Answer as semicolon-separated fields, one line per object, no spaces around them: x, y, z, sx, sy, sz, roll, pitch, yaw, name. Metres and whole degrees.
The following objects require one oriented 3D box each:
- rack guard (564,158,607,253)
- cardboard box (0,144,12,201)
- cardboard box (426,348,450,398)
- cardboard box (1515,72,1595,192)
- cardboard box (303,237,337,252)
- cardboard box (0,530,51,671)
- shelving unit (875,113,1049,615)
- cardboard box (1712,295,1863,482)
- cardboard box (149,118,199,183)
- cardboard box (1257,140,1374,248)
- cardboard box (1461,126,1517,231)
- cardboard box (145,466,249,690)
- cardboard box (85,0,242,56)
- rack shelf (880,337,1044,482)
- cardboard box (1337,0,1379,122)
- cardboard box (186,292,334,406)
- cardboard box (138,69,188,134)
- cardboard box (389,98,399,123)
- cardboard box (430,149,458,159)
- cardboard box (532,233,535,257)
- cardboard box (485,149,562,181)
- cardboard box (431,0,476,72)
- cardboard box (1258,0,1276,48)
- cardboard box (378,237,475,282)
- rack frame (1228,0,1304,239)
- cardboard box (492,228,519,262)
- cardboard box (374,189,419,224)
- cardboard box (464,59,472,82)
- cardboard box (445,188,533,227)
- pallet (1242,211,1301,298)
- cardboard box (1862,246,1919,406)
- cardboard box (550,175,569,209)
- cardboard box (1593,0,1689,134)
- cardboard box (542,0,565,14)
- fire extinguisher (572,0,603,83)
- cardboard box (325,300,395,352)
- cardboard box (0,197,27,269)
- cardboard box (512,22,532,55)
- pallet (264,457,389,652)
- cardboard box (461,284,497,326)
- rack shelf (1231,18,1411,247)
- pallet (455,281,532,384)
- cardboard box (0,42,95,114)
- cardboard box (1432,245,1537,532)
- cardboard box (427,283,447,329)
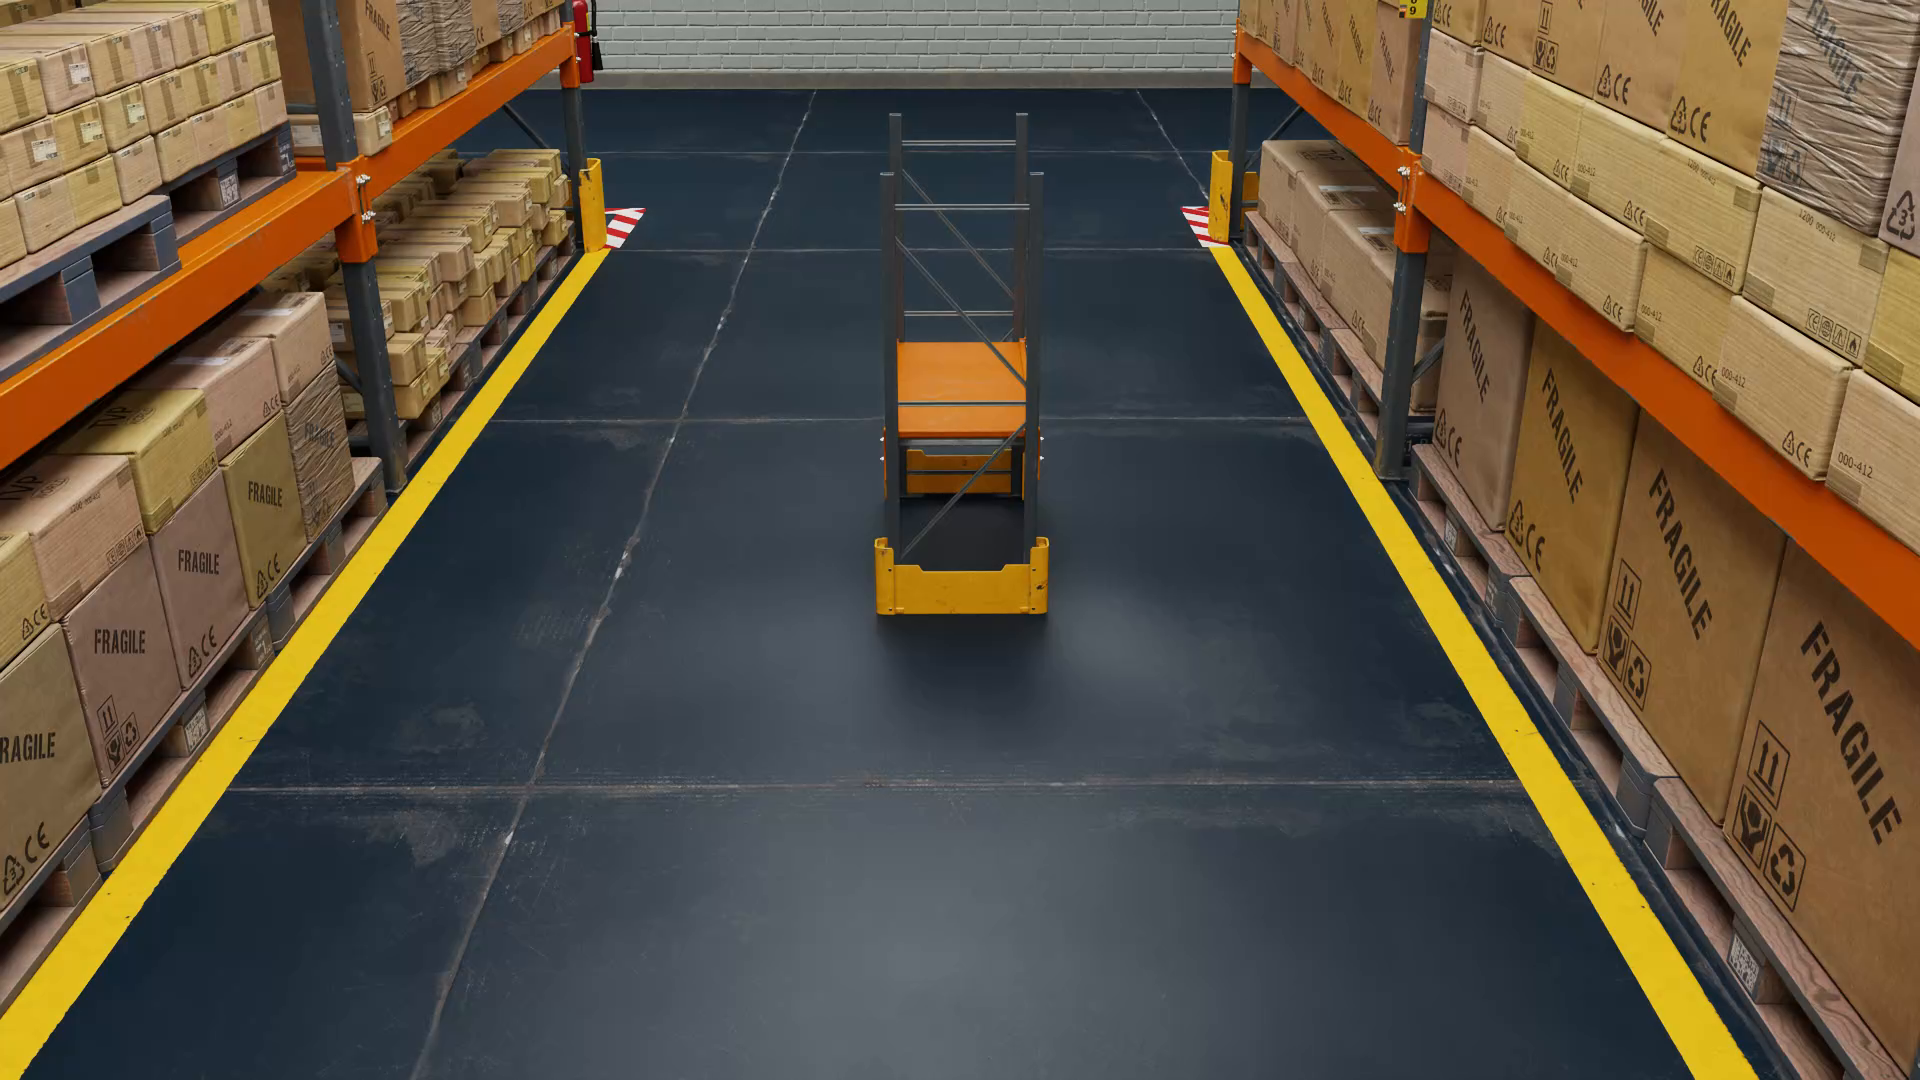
-2.784;-2.044;10.164;1.175;0.500;0.348;0;24;-1;rack guard
-2.517;-0.861;3.949;0.380;0.149;0.250;0;24;-1;cardboard box
-2.426;-0.720;7.152;0.380;0.149;0.250;0;24;1;cardboard box
1.943;-1.184;4.804;0.500;0.250;0.500;0;24;0;cardboard box
-3.077;-1.301;7.716;0.380;0.149;0.250;-1;24;-3;cardboard box
-2.468;0.193;3.796;0.500;0.250;0.500;-1;24;-1;cardboard box
0.001;-0.652;5.871;0.587;1.500;1.083;0;24;-1;shelving unit
1.965;-0.331;3.525;0.500;0.250;0.500;0;24;0;cardboard box
-2.532;-1.168;4.987;0.380;0.149;0.250;-1;24;-3;cardboard box
2.271;-2.031;9.700;0.875;0.438;0.875;-1;24;-2;cardboard box
1.956;-1.166;5.371;0.500;0.250;0.500;-1;24;-2;cardboard box
-2.474;0.108;4.896;0.500;0.500;0.500;-1;24;-2;cardboard box
-2.537;-1.639;5.308;0.380;0.149;0.250;-1;24;-2;cardboard box
0.001;-0.484;5.937;0.538;0.185;1.000;0;24;-1;rack shelf
1.936;-2.078;7.083;0.500;0.500;0.500;-1;24;-2;cardboard box
-2.480;-0.655;5.672;0.500;0.250;0.500;-1;24;-2;cardboard box
-2.528;-1.292;4.902;0.380;0.149;0.250;-1;24;-2;cardboard box
-2.549;-1.786;6.864;0.380;0.149;0.250;-1;24;-3;cardboard box
-3.118;-2.161;9.616;0.380;0.149;0.250;-1;24;-3;cardboard box
-2.534;-1.575;9.042;0.380;0.149;0.250;0;24;0;cardboard box
-2.525;-2.161;9.616;0.380;0.149;0.250;0;24;0;cardboard box
-2.476;-2.364;7.355;0.500;0.500;0.500;-1;24;-2;cardboard box
1.916;-2.917;8.938;0.500;0.500;0.500;-1;24;-1;cardboard box
-2.480;-1.303;7.719;0.380;0.149;0.250;0;24;1;cardboard box
2.164;-3.279;9.859;1.000;3.000;0.127;0;24;-1;rack frame
-2.483;-1.493;8.501;0.380;0.149;0.250;1;24;2;cardboard box
-3.041;-1.727;8.657;0.380;0.149;0.250;1;24;2;cardboard box
-2.529;-2.223;7.830;0.380;0.149;0.250;1;24;1;cardboard box
-2.452;-1.734;8.672;0.380;0.149;0.250;1;24;1;cardboard box
2.251;-1.679;9.706;1.003;0.211;1.213;0;24;-1;pallet
1.992;-0.340;2.937;0.500;0.250;0.500;0;24;-1;cardboard box
-2.493;-2.026;9.680;0.380;0.149;0.250;-1;24;-2;cardboard box
1.973;-1.320;4.193;0.500;0.500;0.500;-1;24;-1;cardboard box
-2.522;-3.212;9.229;0.500;0.500;0.500;0;24;1;cardboard box
-2.326;-3.115;10.045;0.296;0.674;0.183;0;24;-1;fire extinguisher
-2.537;-0.873;6.768;0.380;0.149;0.250;1;24;2;cardboard box
-2.517;-0.727;4.012;0.380;0.149;0.250;0;24;0;cardboard box
-2.489;-2.656;8.788;0.380;0.149;0.250;0;24;1;cardboard box
-2.731;0.025;5.939;1.003;0.211;1.213;0;24;-1;pallet
-2.478;-1.145;8.091;0.380;0.149;0.250;-1;24;-2;cardboard box
2.186;-2.127;8.185;1.077;0.370;4.000;0;24;-1;rack shelf
-2.800;-1.077;8.374;1.003;0.211;1.213;0;24;-1;pallet
-2.528;-1.213;4.365;0.380;0.149;0.250;-1;24;-3;cardboard box
2.295;-0.599;6.002;0.875;0.875;0.875;0;24;1;cardboard box
-2.556;-1.061;7.544;0.380;0.149;0.250;-1;24;-3;cardboard box
